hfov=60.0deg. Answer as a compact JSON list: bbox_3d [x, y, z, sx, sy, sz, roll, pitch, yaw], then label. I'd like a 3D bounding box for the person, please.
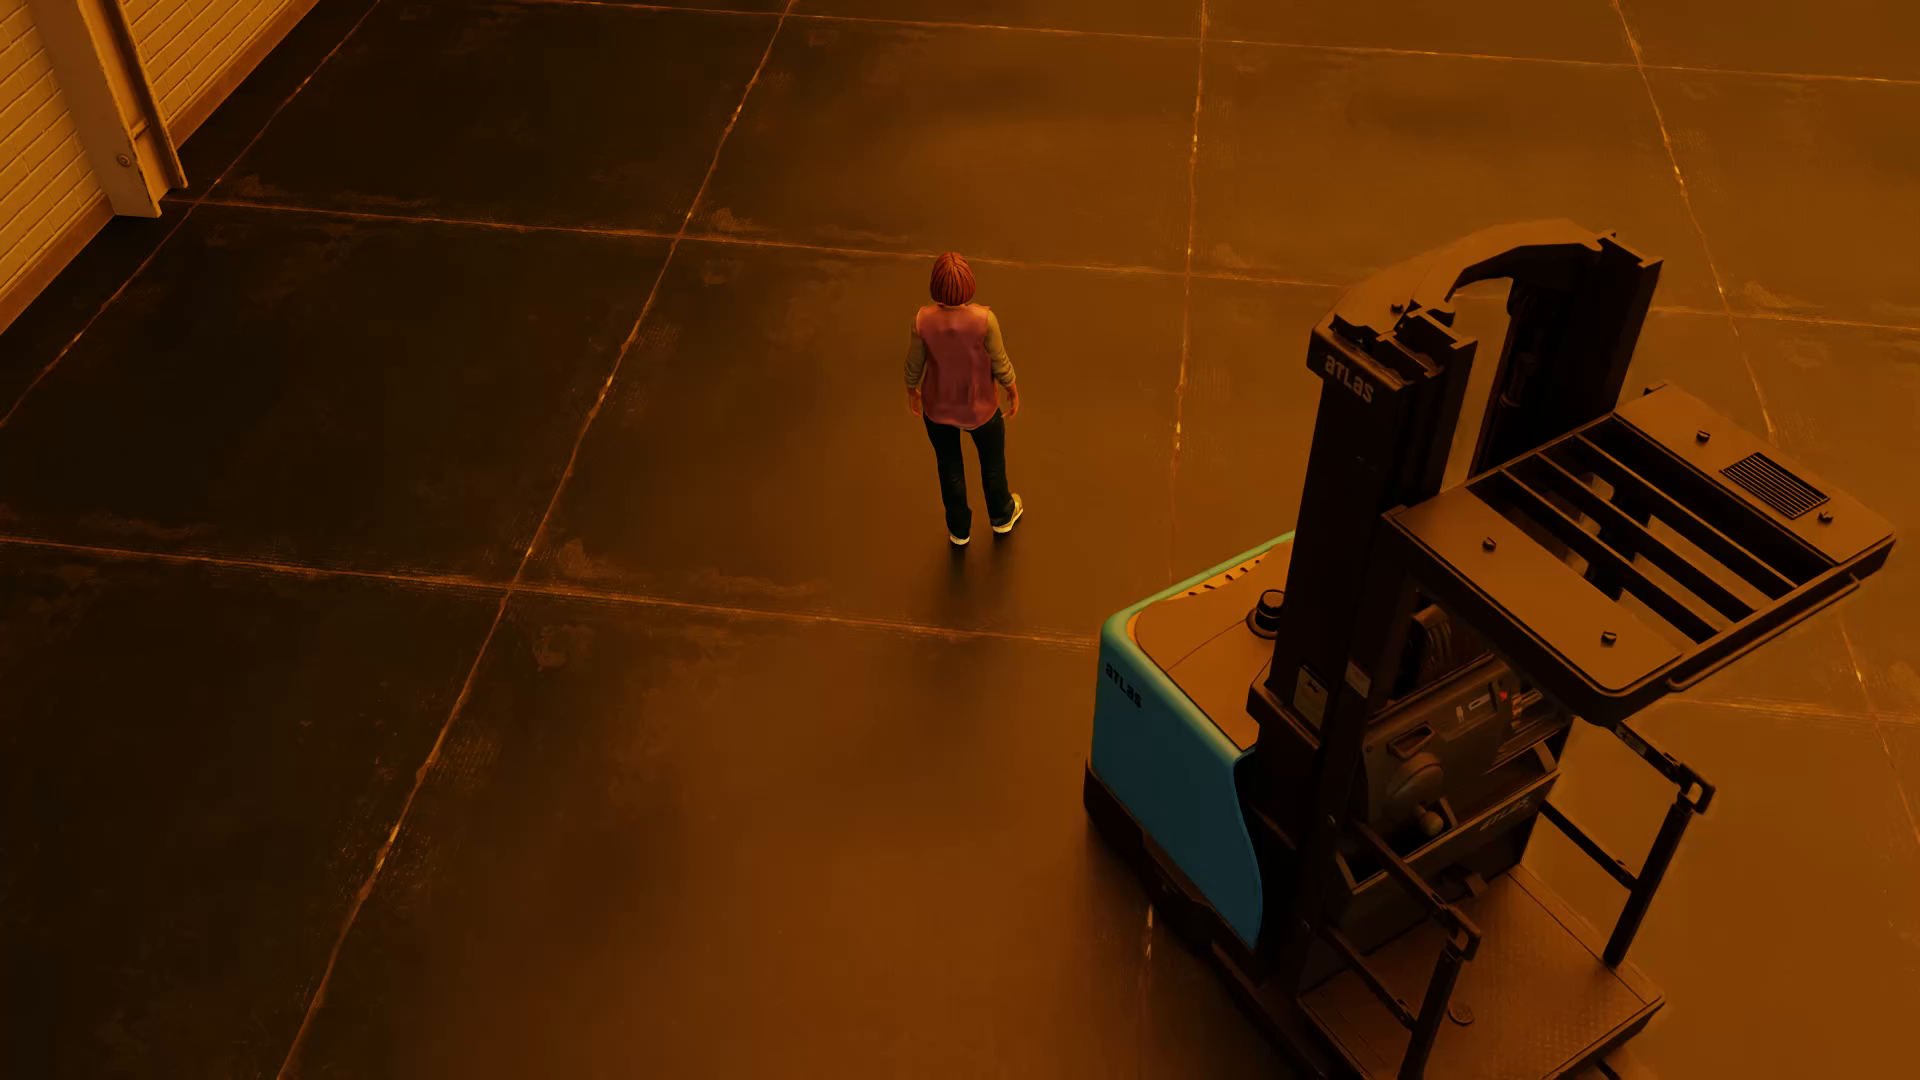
[{"bbox_3d":[0.024,-0.641,7.398,0.520,1.596,0.476,5,43,6],"label":"person"}]

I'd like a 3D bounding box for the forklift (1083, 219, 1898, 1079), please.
[{"bbox_3d":[1.705,0.668,4.997,1.130,2.935,3.031,-23,47,-23],"label":"forklift"}]
